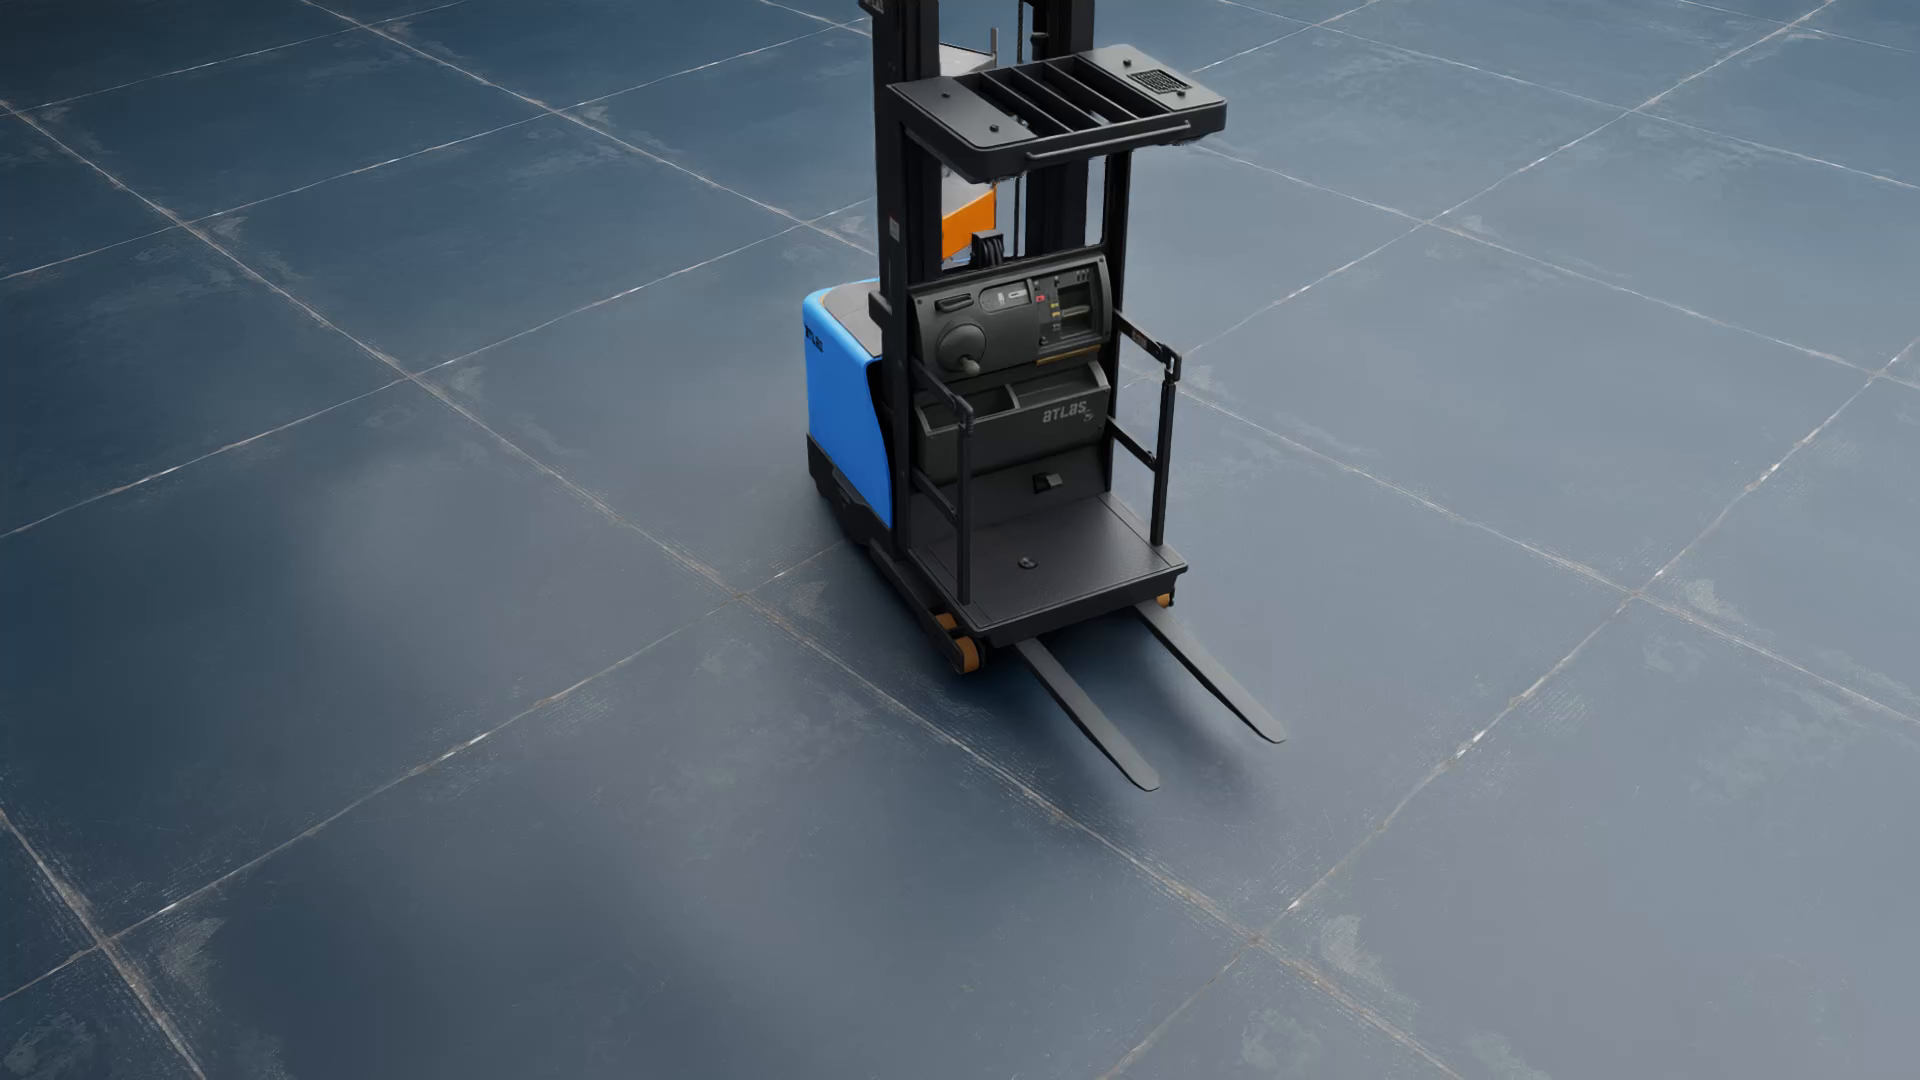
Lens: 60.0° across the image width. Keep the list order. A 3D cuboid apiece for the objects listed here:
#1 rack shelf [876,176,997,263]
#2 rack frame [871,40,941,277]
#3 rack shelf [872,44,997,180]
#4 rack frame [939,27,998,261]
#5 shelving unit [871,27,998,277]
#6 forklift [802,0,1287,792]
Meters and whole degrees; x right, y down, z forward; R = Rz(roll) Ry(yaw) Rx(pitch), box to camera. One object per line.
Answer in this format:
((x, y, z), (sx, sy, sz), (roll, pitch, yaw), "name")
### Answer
((-0.122, -1.599, 8.731), (0.431, 0.518, 0.480), (22, 41, 29), "rack shelf")
((-0.264, -1.497, 8.560), (0.400, 2.100, 0.015), (22, 41, 29), "rack frame")
((-0.122, -2.173, 8.330), (0.431, 0.518, 0.480), (22, 41, 29), "rack shelf")
((0.020, -1.723, 8.886), (0.400, 2.100, 0.015), (22, 41, 29), "rack frame")
((-0.122, -1.610, 8.723), (0.431, 2.100, 0.503), (22, 41, 29), "shelving unit")
((0.335, -0.900, 6.978), (1.130, 2.935, 3.031), (-16, 38, -22), "forklift")
